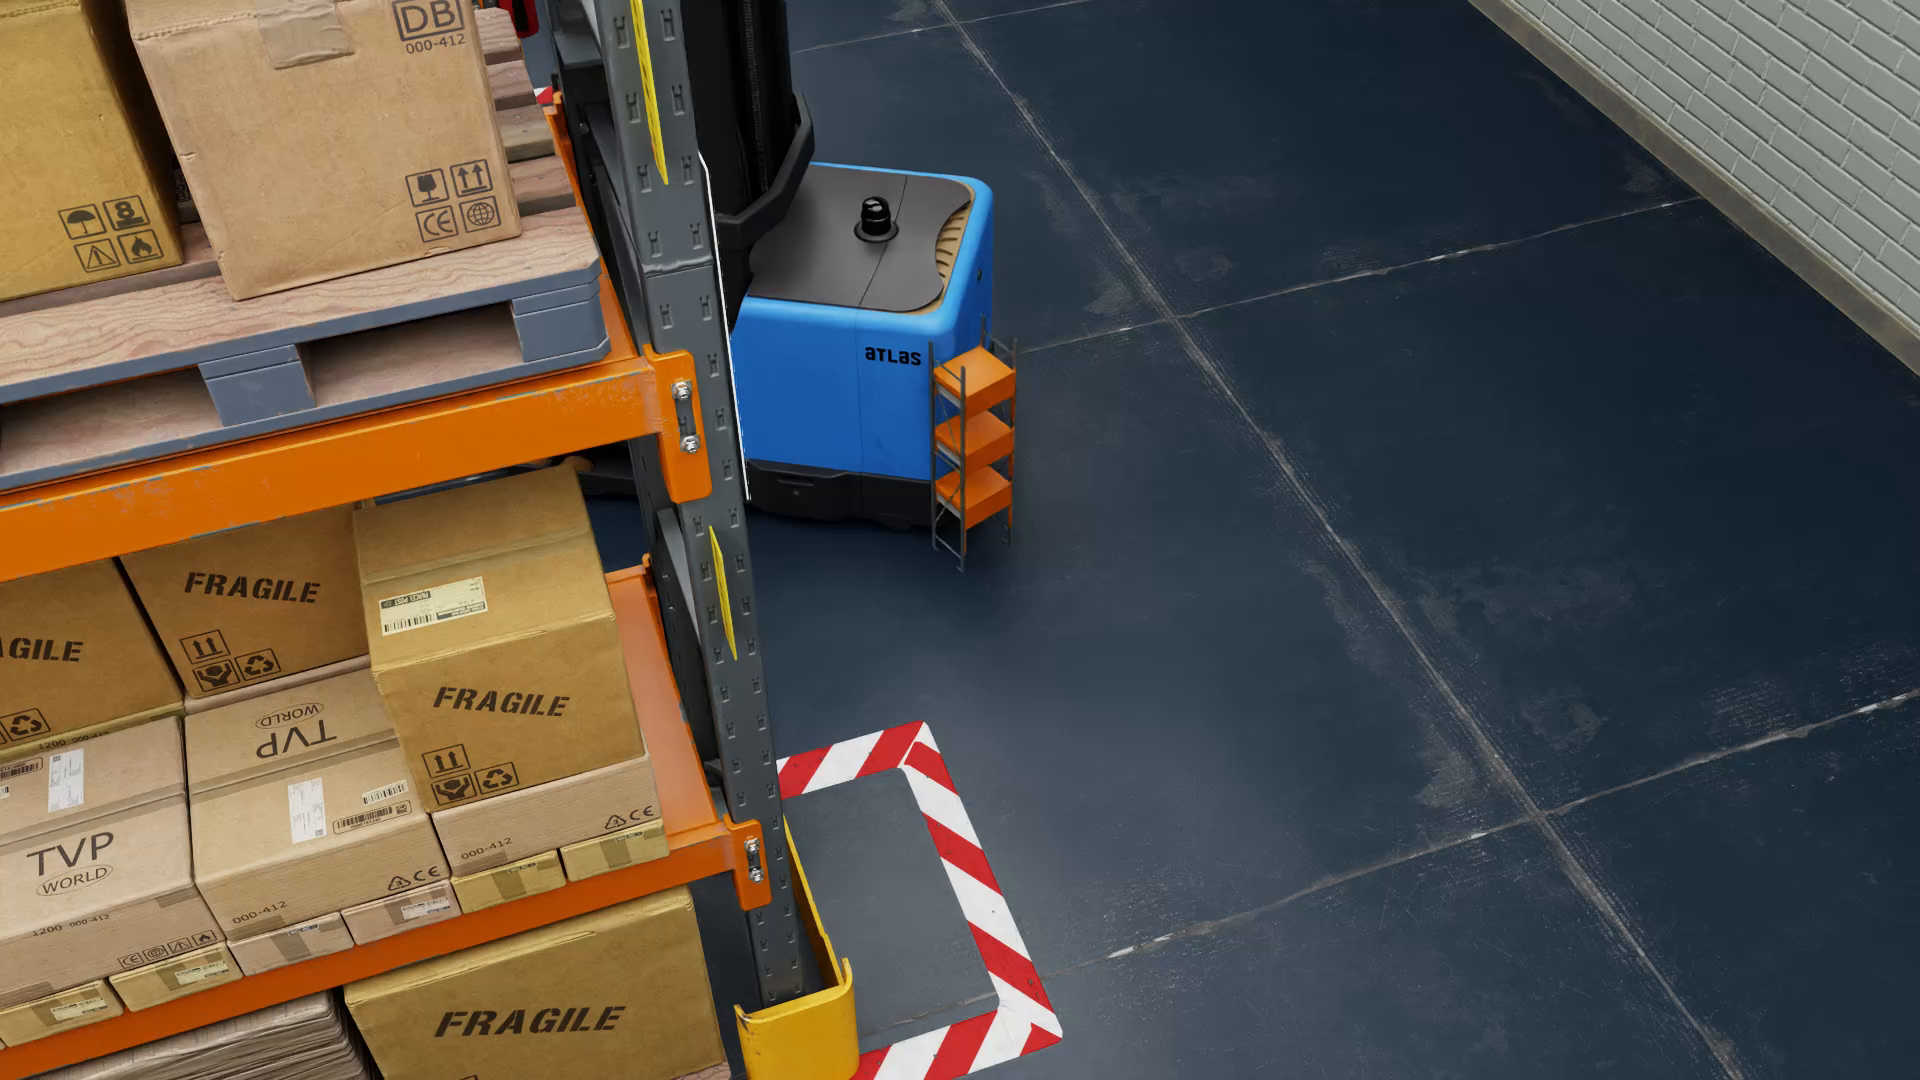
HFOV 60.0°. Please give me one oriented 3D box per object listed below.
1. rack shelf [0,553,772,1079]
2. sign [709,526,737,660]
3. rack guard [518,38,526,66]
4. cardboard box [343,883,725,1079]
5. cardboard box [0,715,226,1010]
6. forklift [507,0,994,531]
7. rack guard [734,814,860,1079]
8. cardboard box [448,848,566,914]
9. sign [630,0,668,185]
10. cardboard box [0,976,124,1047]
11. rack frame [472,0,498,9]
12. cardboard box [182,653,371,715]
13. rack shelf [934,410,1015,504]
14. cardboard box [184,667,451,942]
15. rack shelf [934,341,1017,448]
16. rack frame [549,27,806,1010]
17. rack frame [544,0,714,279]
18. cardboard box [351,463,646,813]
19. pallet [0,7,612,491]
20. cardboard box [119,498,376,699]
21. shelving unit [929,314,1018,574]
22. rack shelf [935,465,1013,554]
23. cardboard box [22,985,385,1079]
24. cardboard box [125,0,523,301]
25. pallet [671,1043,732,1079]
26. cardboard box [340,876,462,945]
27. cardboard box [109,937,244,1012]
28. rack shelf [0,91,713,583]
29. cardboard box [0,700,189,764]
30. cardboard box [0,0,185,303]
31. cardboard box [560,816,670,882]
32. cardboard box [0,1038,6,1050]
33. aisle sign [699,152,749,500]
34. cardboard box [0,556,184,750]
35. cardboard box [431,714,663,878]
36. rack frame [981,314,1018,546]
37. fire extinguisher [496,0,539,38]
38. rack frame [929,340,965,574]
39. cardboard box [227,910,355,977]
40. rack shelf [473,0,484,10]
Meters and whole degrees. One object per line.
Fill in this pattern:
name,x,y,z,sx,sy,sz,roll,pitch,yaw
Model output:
rack shelf,-2.556,0.977,4.166,4.000,0.370,1.077,-14,47,-14
sign,-0.503,0.115,3.533,0.005,0.325,0.100,-14,47,-14
rack guard,-2.338,-2.189,8.579,0.348,0.500,1.175,-14,47,-14
cardboard box,-1.249,1.051,4.788,0.875,0.875,0.875,-14,47,-14
cardboard box,-1.996,0.728,3.803,0.500,0.250,0.500,-16,47,-15
forklift,-1.418,-1.581,6.256,3.031,2.935,1.130,7,46,7
rack guard,-0.652,1.119,5.282,0.348,0.500,1.175,-14,47,-14
cardboard box,-1.142,0.700,4.112,0.250,0.149,0.380,-14,47,-13
sign,-0.503,-0.736,2.679,0.005,0.325,0.100,-14,47,-14
cardboard box,-2.102,0.945,3.867,0.250,0.149,0.380,-14,47,-14
rack frame,-2.356,-3.057,7.679,0.127,3.000,1.000,-14,47,-14
cardboard box,-1.704,0.255,4.274,0.500,0.250,0.500,-15,47,-14
rack shelf,0.048,-0.340,6.362,0.240,0.259,0.215,-30,52,-26
cardboard box,-1.518,0.605,3.925,0.500,0.250,0.500,-15,47,-15
rack shelf,0.048,-0.540,6.161,0.240,0.259,0.215,-30,52,-26
rack frame,-0.674,0.242,4.391,0.127,3.000,1.000,-14,47,-14
rack frame,-0.674,-1.875,2.266,0.127,3.000,1.000,-14,47,-14
cardboard box,-1.043,0.218,3.782,0.500,0.500,0.500,-14,47,-13
pallet,-1.369,-0.600,3.175,1.213,0.211,1.003,-14,47,-14
cardboard box,-1.688,-0.019,4.017,0.500,0.500,0.500,-15,47,-15
shelving unit,0.048,-0.347,6.355,0.252,1.050,0.215,-30,52,-26
rack shelf,0.048,-0.144,6.559,0.240,0.259,0.215,-30,52,-26
cardboard box,-2.105,1.270,4.570,0.875,0.875,0.875,-14,47,-14
cardboard box,-1.145,-0.875,2.949,0.500,0.500,0.700,-17,48,-16
pallet,-1.400,1.471,5.135,1.213,0.211,1.003,-14,47,-14
cardboard box,-1.379,0.760,4.053,0.250,0.149,0.380,-14,47,-14
cardboard box,-1.858,0.883,3.930,0.250,0.149,0.380,-15,47,-15
rack shelf,-2.556,-0.082,3.104,4.000,0.370,1.077,-14,47,-14
cardboard box,-2.178,0.374,4.156,0.500,0.250,0.500,-16,47,-15
cardboard box,-1.716,-0.820,2.894,0.500,0.500,0.700,-16,47,-15
cardboard box,-0.898,0.636,4.176,0.250,0.149,0.380,-14,47,-13
cardboard box,-2.335,1.003,3.810,0.250,0.149,0.380,-13,47,-13
aisle sign,-0.505,-0.493,3.288,0.004,0.787,0.394,-14,47,-14
cardboard box,-2.173,0.110,3.889,0.500,0.500,0.500,-16,47,-15
cardboard box,-1.040,0.484,4.046,0.500,0.250,0.500,-15,47,-14
rack frame,0.143,-0.402,6.409,0.008,1.050,0.200,-30,52,-26
fire extinguisher,-2.060,-2.632,7.573,0.183,0.674,0.296,-14,47,-14
rack frame,-0.047,-0.293,6.300,0.008,1.050,0.200,-30,52,-26
cardboard box,-1.614,0.819,3.993,0.250,0.149,0.380,-14,47,-13
rack shelf,-4.237,-2.322,7.455,4.000,0.370,1.077,-14,47,-14
